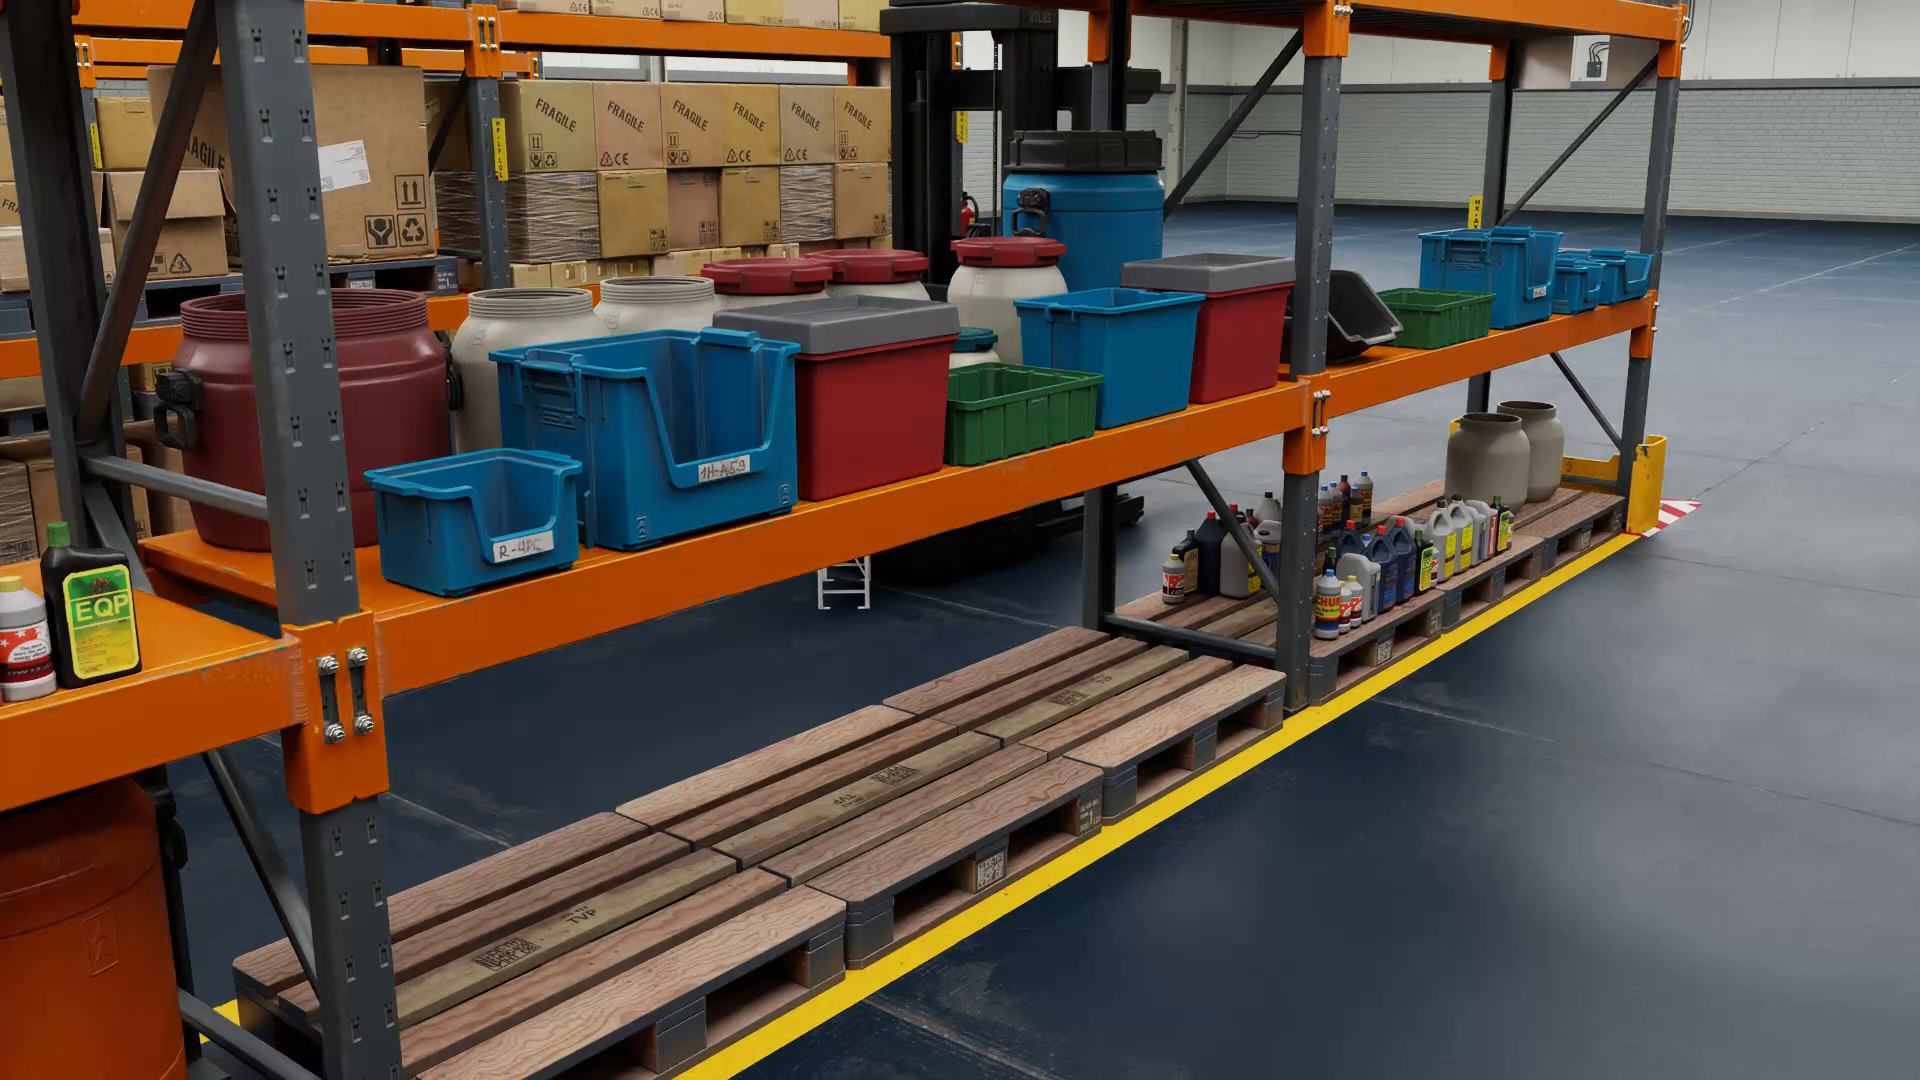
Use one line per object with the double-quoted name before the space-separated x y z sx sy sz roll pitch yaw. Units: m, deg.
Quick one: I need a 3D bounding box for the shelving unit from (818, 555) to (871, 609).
"shelving unit" -0.556 -0.317 7.935 0.258 1.200 0.503 -1 14 -2

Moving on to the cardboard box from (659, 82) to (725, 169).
"cardboard box" -1.806 -2.545 10.212 0.500 0.500 0.500 11 18 38

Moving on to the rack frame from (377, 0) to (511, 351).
"rack frame" -2.914 -1.630 9.445 1.000 3.000 0.127 11 18 38

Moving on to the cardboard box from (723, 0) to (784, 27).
"cardboard box" -1.458 -3.355 10.450 0.500 0.250 0.500 11 18 37

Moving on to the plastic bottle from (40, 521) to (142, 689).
"plastic bottle" -1.498 0.103 2.862 0.061 0.283 0.133 11 18 38

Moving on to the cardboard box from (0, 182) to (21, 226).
"cardboard box" -6.829 -2.324 11.974 0.500 0.500 0.500 11 18 37

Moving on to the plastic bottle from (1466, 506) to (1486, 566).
"plastic bottle" 2.372 -0.032 7.795 0.152 0.276 0.135 11 18 36

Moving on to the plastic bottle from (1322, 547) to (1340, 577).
"plastic bottle" 1.578 0.165 7.006 0.061 0.283 0.133 11 18 38

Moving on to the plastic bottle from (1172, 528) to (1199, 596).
"plastic bottle" 0.984 0.097 7.272 0.061 0.283 0.133 12 19 40

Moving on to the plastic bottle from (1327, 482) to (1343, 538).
"plastic bottle" 1.855 -0.155 8.290 0.097 0.271 0.097 0 14 0

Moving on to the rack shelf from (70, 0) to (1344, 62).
"rack shelf" -0.319 -1.585 4.640 1.077 0.370 4.000 11 18 38

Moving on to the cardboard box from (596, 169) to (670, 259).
"cardboard box" -2.242 -1.989 10.053 0.875 0.500 0.500 11 18 38

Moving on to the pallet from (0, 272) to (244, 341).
"pallet" -4.216 -1.156 7.971 1.003 0.211 1.213 11 18 38

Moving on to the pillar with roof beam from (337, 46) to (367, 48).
"pillar with roof beam" -5.990 -8.093 22.704 9.100 9.000 0.400 11 18 38

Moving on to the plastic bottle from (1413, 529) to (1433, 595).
"plastic bottle" 2.023 0.089 7.305 0.061 0.283 0.133 12 19 40

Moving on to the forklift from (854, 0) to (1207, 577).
"forklift" 0.398 -1.541 9.235 1.130 2.935 3.031 11 18 38

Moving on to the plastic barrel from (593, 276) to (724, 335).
"plastic barrel" -0.831 -0.462 4.622 0.421 0.512 0.421 0 14 0

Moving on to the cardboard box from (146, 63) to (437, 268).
"cardboard box" -3.522 -1.993 8.806 1.000 1.000 1.000 11 18 38

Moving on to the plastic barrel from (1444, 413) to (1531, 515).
"plastic barrel" 2.783 -0.393 8.778 0.421 0.512 0.421 0 14 0

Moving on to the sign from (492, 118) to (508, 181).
"sign" -2.480 -2.105 8.967 0.100 0.325 0.005 11 18 38

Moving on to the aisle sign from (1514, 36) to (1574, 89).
"aisle sign" 3.270 -2.948 9.356 0.394 0.787 0.004 11 18 38

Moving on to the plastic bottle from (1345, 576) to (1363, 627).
"plastic bottle" 1.607 0.248 6.845 0.097 0.201 0.097 0 14 0

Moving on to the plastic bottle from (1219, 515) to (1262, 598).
"plastic bottle" 1.231 0.062 7.273 0.144 0.351 0.185 11 18 38

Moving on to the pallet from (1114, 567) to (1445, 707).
"pallet" 1.393 0.366 7.252 1.003 0.211 1.213 11 18 38

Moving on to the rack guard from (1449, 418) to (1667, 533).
"rack guard" 3.441 -0.396 9.665 1.175 0.500 0.348 11 18 38

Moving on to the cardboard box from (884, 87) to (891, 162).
"cardboard box" -0.554 -2.929 11.723 0.500 0.500 0.500 11 18 38

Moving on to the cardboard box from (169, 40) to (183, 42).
"cardboard box" -8.220 -5.315 17.560 0.500 0.250 0.500 11 18 37

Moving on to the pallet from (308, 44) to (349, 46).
"pallet" -5.419 -4.215 13.710 1.003 0.211 1.213 11 18 38

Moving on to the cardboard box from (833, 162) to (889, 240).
"cardboard box" -0.988 -2.373 11.564 0.875 0.500 0.500 11 18 38

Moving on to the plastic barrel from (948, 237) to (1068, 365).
"plastic barrel" 0.166 -0.780 5.824 0.433 0.535 0.433 0 14 0

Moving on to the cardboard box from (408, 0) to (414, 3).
"cardboard box" -2.831 -3.138 9.597 0.500 0.250 0.500 12 19 40

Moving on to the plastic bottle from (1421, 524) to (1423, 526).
"plastic bottle" 2.150 0.026 7.718 0.097 0.201 0.097 0 14 0

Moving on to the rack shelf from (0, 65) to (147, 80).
"rack shelf" -9.365 -4.651 16.709 1.077 0.370 4.000 11 18 38

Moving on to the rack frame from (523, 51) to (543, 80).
"rack frame" -4.195 -3.182 15.558 1.000 3.000 0.127 11 18 38

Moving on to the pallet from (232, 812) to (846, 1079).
"pallet" -1.059 1.112 4.316 1.003 0.211 1.213 11 18 38

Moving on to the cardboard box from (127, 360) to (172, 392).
"cardboard box" -6.259 -1.700 13.184 0.875 0.875 0.875 12 18 38

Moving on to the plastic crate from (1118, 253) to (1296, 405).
"plastic crate" 0.872 -0.754 5.869 0.402 0.464 0.583 11 18 38

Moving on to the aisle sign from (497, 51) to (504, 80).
"aisle sign" -4.383 -4.502 15.474 0.394 0.787 0.004 11 18 38

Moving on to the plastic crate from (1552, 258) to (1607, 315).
"plastic crate" 2.958 -1.291 8.416 0.499 0.251 0.408 11 18 38

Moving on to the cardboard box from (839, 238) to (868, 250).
"cardboard box" -0.863 -2.038 11.564 0.380 0.149 0.250 11 18 38

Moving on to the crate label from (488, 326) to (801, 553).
"crate label" -0.741 -0.263 3.992 0.502 0.435 0.616 11 18 38

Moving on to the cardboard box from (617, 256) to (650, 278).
"cardboard box" -2.092 -1.650 10.035 0.380 0.149 0.250 11 18 38

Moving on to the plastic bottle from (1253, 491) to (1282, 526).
"plastic bottle" 1.442 -0.059 7.749 0.144 0.351 0.185 11 18 37

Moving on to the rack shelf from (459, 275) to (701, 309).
"rack shelf" -1.657 -1.664 11.041 1.077 0.370 4.000 11 18 38

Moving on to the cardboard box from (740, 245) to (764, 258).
"cardboard box" -1.491 -1.847 10.810 0.380 0.149 0.250 11 18 38
